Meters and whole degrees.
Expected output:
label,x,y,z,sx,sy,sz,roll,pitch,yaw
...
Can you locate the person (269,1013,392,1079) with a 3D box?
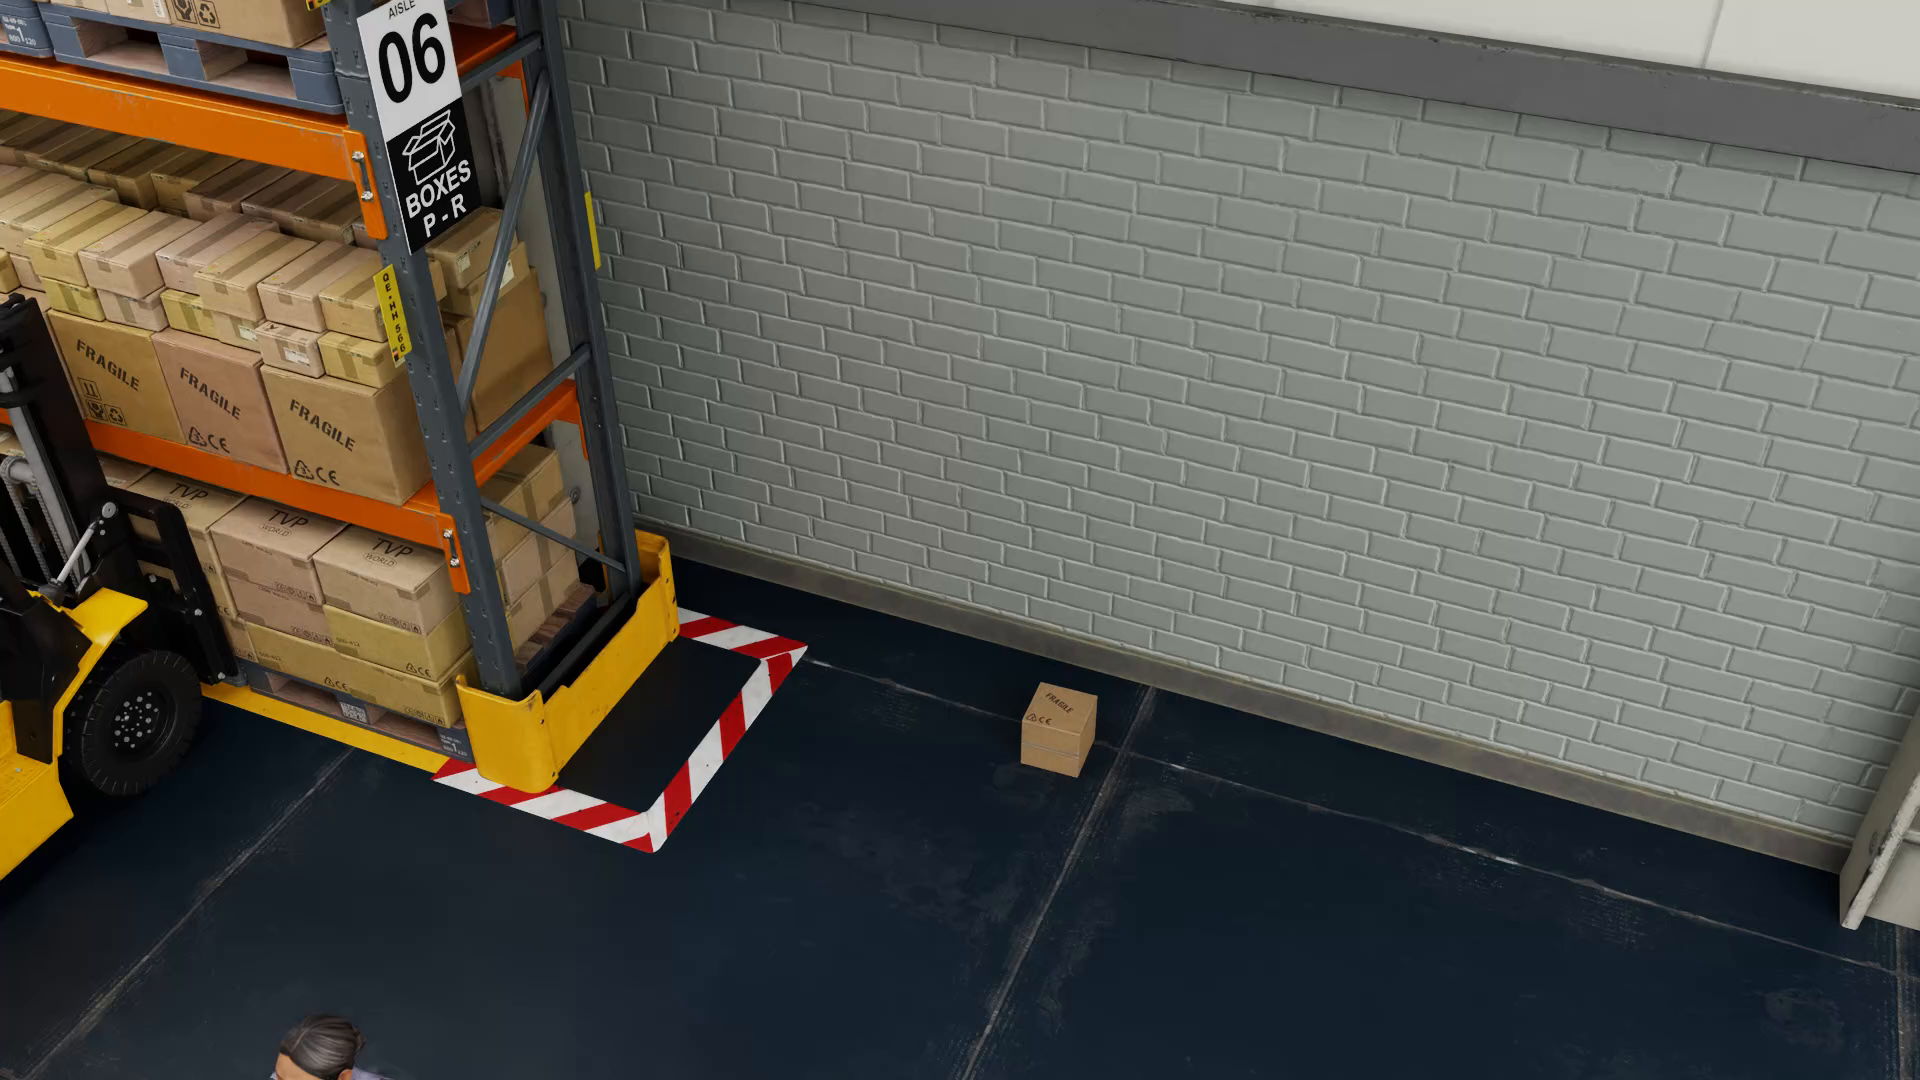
label,x,y,z,sx,sy,sz,roll,pitch,yaw
person,-1.587,1.875,4.440,0.514,1.718,0.605,15,40,19
